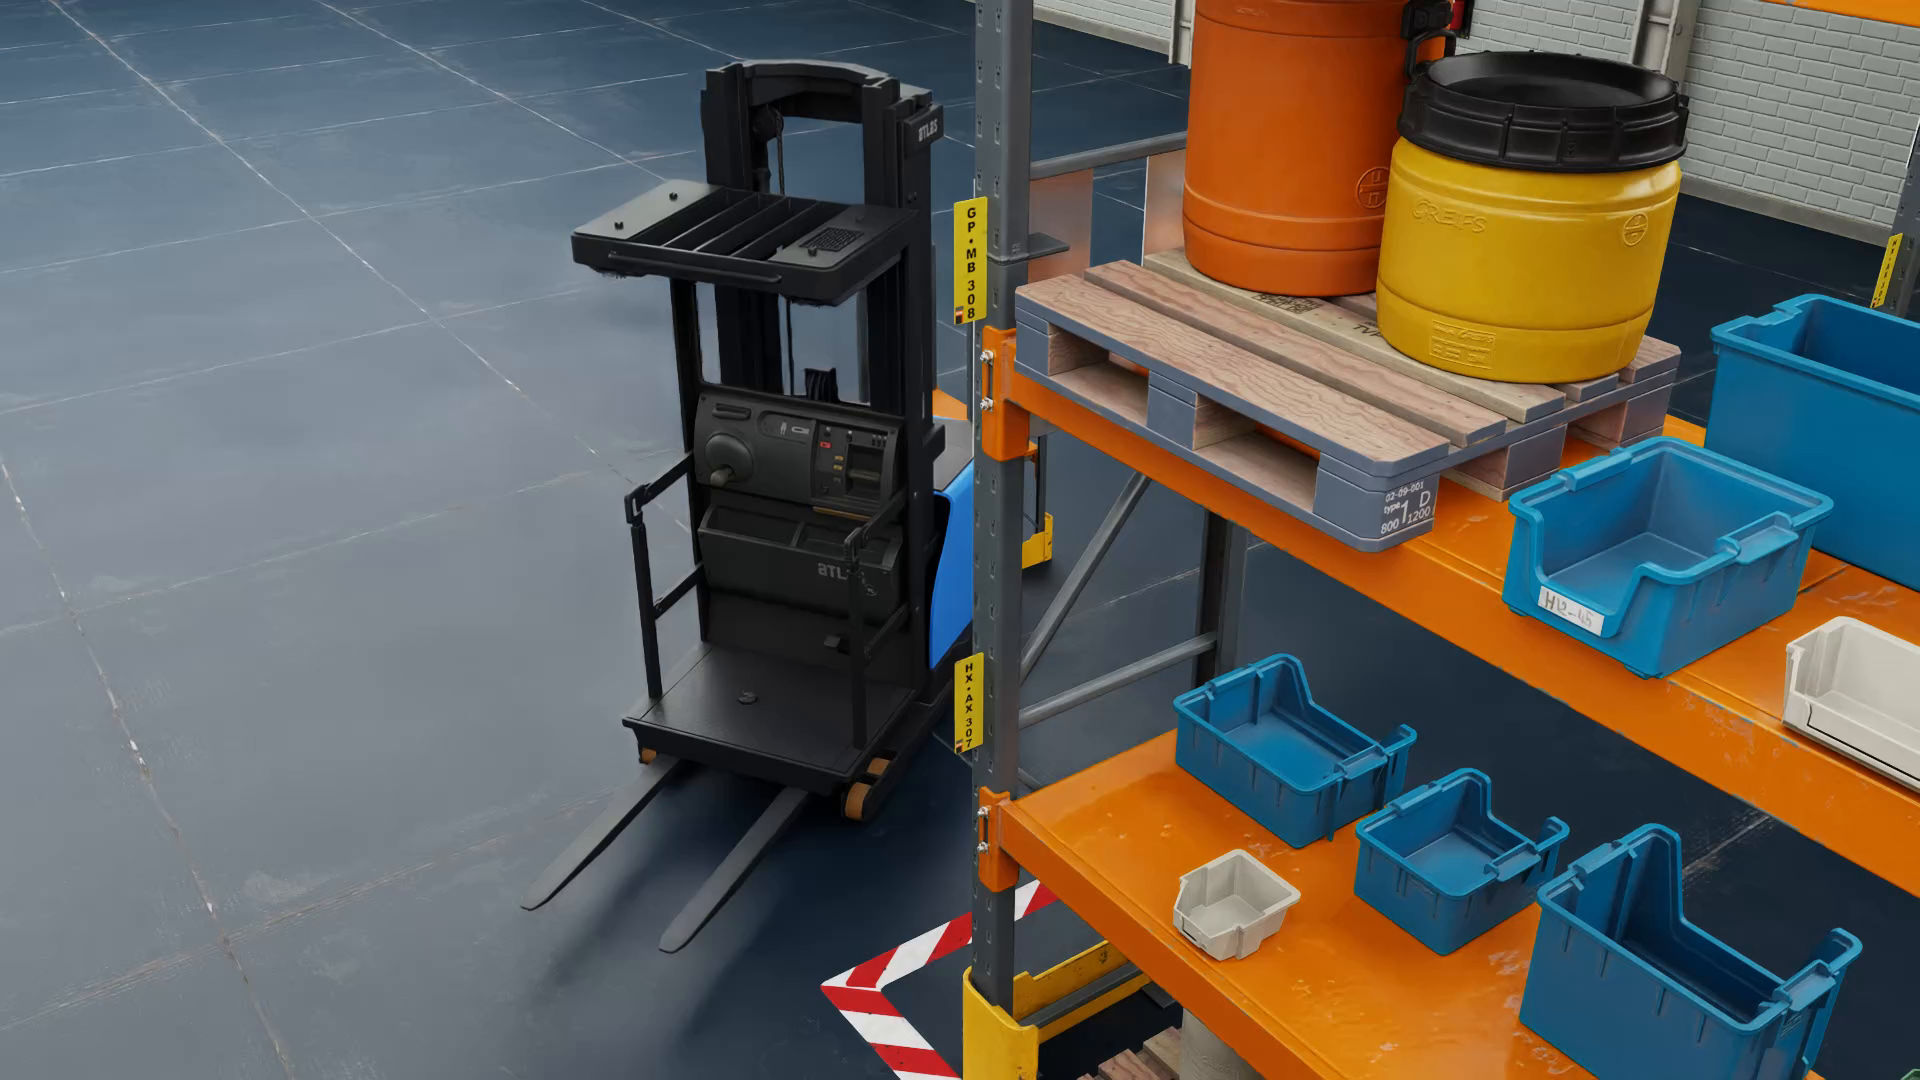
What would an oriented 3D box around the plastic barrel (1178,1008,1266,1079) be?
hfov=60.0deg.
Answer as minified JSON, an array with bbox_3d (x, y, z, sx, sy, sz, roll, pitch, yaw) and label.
[{"bbox_3d":[0.922,1.600,5.328,0.421,0.512,0.421,0,29,0],"label":"plastic barrel"}]

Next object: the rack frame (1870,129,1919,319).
[{"bbox_3d":[4.515,-0.914,7.789,1.000,3.000,0.127,-19,34,-31],"label":"rack frame"}]

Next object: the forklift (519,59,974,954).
[{"bbox_3d":[-0.770,-0.323,6.773,1.130,2.935,3.031,11,30,20],"label":"forklift"}]

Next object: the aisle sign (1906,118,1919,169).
[{"bbox_3d":[4.227,-1.997,7.060,0.394,0.787,0.004,-19,34,-31],"label":"aisle sign"}]

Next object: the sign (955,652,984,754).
[{"bbox_3d":[0.027,0.485,4.924,0.100,0.325,0.005,-19,34,-31],"label":"sign"}]

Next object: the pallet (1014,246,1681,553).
[{"bbox_3d":[0.878,-0.430,3.954,1.003,0.211,1.213,-19,34,-31],"label":"pallet"}]

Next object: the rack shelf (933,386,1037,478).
[{"bbox_3d":[-0.049,-0.534,9.039,0.538,0.185,1.000,-19,34,-31],"label":"rack shelf"}]

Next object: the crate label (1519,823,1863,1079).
[{"bbox_3d":[1.766,1.081,4.079,0.502,0.435,0.616,-19,34,-31],"label":"crate label"}]

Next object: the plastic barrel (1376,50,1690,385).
[{"bbox_3d":[1.242,-0.721,3.655,0.600,0.588,0.600,0,29,0],"label":"plastic barrel"}]

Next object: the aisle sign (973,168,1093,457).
[{"bbox_3d":[0.197,-0.633,4.549,0.394,0.787,0.004,-19,34,-31],"label":"aisle sign"}]

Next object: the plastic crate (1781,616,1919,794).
[{"bbox_3d":[1.538,0.297,2.694,0.243,0.136,0.396,-19,34,-31],"label":"plastic crate"}]

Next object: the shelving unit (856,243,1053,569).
[{"bbox_3d":[-0.044,-0.689,8.947,0.587,1.500,1.083,-19,34,-31],"label":"shelving unit"}]

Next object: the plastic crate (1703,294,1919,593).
[{"bbox_3d":[1.829,-0.197,3.343,0.392,0.384,0.575,-19,34,-31],"label":"plastic crate"}]

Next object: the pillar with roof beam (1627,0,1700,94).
[{"bbox_3d":[2.671,-6.031,10.926,9.100,9.000,0.400,-19,34,-31],"label":"pillar with roof beam"}]

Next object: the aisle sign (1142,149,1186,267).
[{"bbox_3d":[0.678,-0.796,4.850,0.394,0.787,0.004,-19,34,-31],"label":"aisle sign"}]

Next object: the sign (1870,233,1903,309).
[{"bbox_3d":[4.059,-1.178,7.285,0.100,0.325,0.005,-19,34,-31],"label":"sign"}]

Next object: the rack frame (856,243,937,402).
[{"bbox_3d":[-0.344,-0.890,9.317,0.500,1.500,0.032,-19,34,-31],"label":"rack frame"}]

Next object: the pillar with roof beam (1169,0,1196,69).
[{"bbox_3d":[-0.809,-8.363,15.221,9.100,9.000,0.400,-19,34,-31],"label":"pillar with roof beam"}]

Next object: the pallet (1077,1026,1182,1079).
[{"bbox_3d":[1.027,2.015,5.318,1.003,0.211,1.213,-19,34,-31],"label":"pallet"}]

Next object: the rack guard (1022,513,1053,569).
[{"bbox_3d":[0.245,0.054,8.888,0.587,0.250,0.087,-19,34,-31],"label":"rack guard"}]

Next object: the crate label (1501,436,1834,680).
[{"bbox_3d":[1.294,0.022,3.078,0.502,0.251,0.408,-19,34,-31],"label":"crate label"}]

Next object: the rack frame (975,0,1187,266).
[{"bbox_3d":[0.478,-2.180,3.835,1.000,3.000,0.127,-19,34,-31],"label":"rack frame"}]

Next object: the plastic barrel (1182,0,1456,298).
[{"bbox_3d":[0.863,-1.082,4.065,0.600,0.830,0.708,-19,34,-31],"label":"plastic barrel"}]

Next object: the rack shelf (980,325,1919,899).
[{"bbox_3d":[1.638,0.232,3.291,1.077,0.370,4.000,-19,34,-31],"label":"rack shelf"}]

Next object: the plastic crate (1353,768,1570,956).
[{"bbox_3d":[1.384,0.887,4.629,0.499,0.251,0.408,-19,34,-31],"label":"plastic crate"}]

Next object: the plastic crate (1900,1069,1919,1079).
[{"bbox_3d":[2.240,1.498,3.570,0.450,0.188,0.662,-19,34,-31],"label":"plastic crate"}]

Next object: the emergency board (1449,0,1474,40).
[{"bbox_3d":[4.776,-5.558,16.340,0.194,1.169,0.643,-19,34,-31],"label":"emergency board"}]

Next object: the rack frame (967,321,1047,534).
[{"bbox_3d":[0.245,-0.495,8.589,0.500,1.500,0.032,-19,34,-31],"label":"rack frame"}]

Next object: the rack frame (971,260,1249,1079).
[{"bbox_3d":[0.478,0.456,5.267,1.000,3.000,0.127,-19,34,-31],"label":"rack frame"}]

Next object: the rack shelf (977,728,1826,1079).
[{"bbox_3d":[1.638,1.550,4.007,1.077,0.370,4.000,-19,34,-31],"label":"rack shelf"}]

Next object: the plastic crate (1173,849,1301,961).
[{"bbox_3d":[0.735,1.009,4.525,0.298,0.136,0.250,-19,34,-31],"label":"plastic crate"}]

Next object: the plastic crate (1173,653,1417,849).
[{"bbox_3d":[1.012,0.633,5.097,0.499,0.251,0.616,-19,34,-31],"label":"plastic crate"}]

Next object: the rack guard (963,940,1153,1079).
[{"bbox_3d":[0.560,1.571,5.833,1.175,0.500,0.348,-19,34,-31],"label":"rack guard"}]

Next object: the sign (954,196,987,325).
[{"bbox_3d":[0.027,-0.715,4.272,0.100,0.325,0.005,-19,34,-31],"label":"sign"}]
